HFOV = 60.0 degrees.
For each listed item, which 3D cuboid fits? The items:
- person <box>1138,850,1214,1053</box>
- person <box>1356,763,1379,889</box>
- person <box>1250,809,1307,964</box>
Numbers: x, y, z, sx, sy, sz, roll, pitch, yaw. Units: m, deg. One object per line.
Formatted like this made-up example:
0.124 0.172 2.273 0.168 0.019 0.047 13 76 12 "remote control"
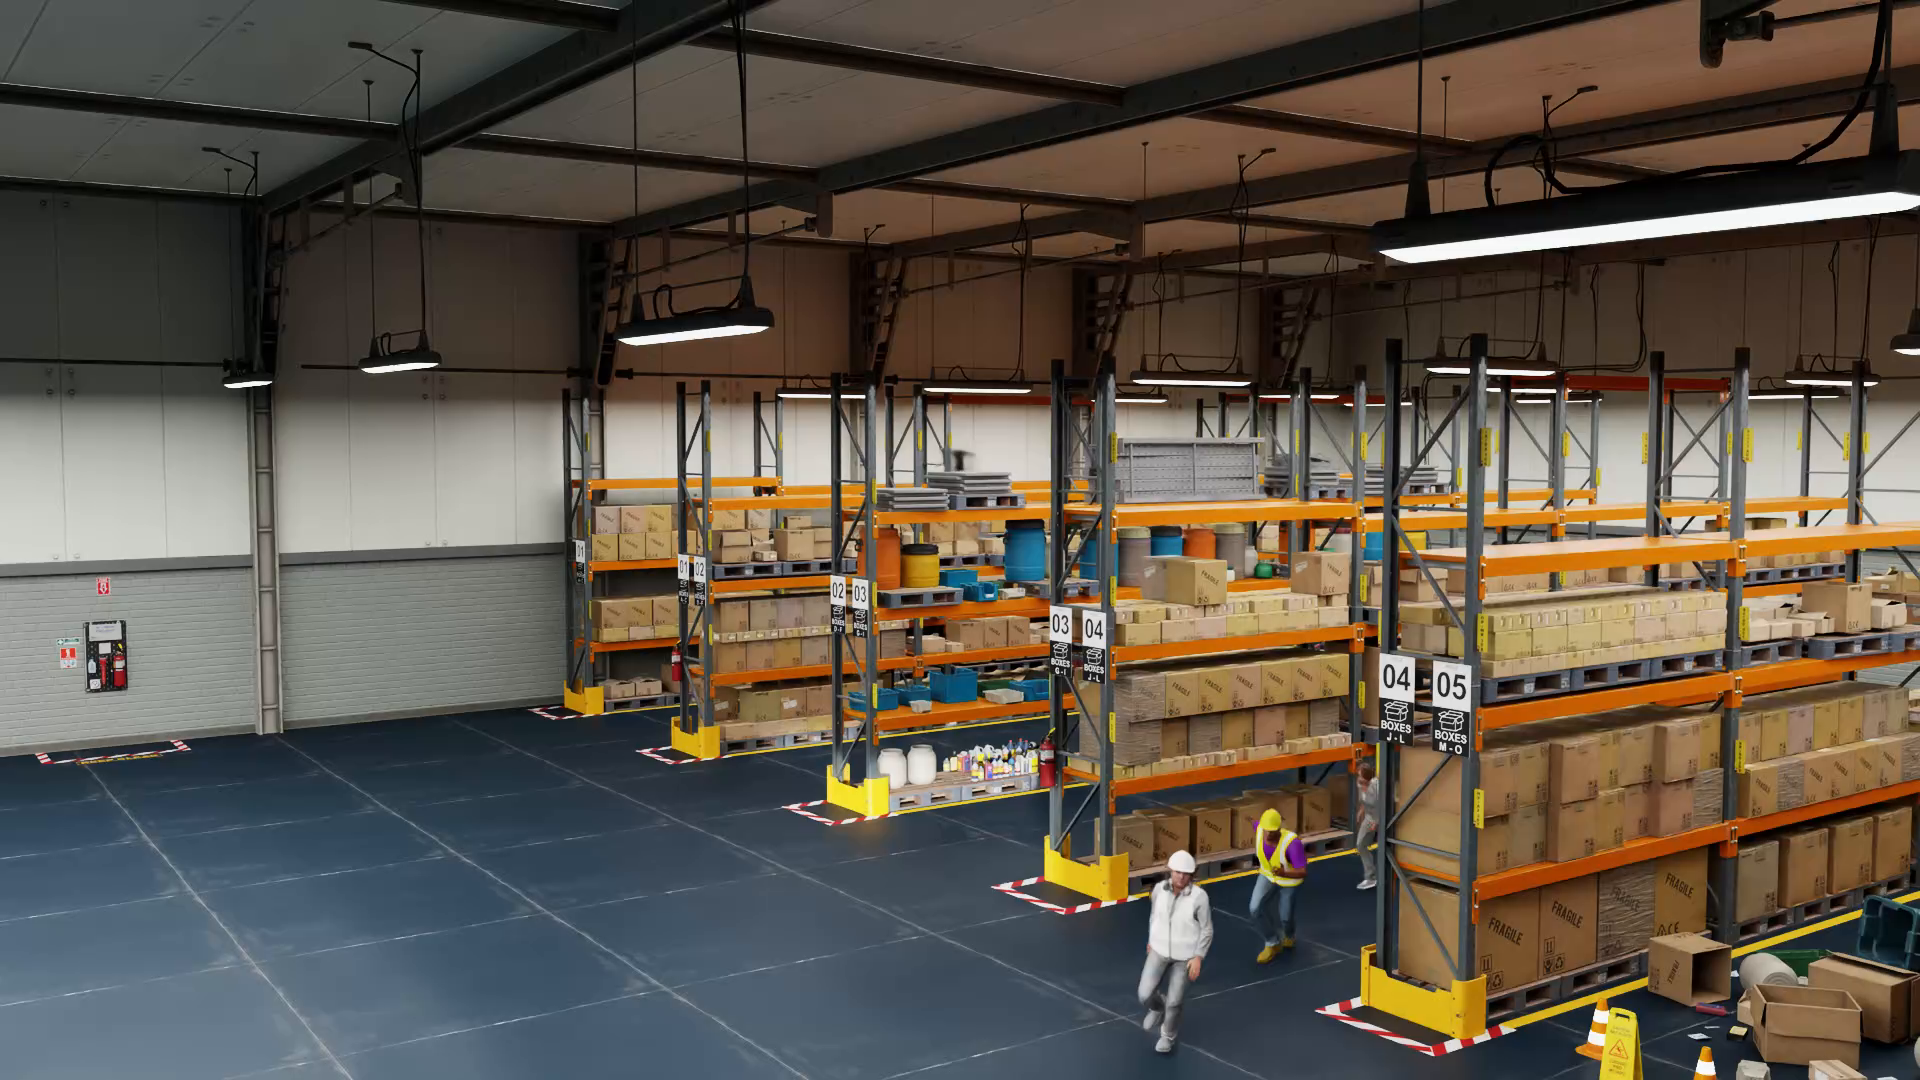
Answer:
1.795 3.411 13.794 0.653 1.730 0.571 2 4 23 "person"
4.834 3.214 18.972 0.978 1.453 0.529 -3 5 -39 "person"
3.114 3.324 16.209 0.715 1.550 1.111 2 4 33 "person"
